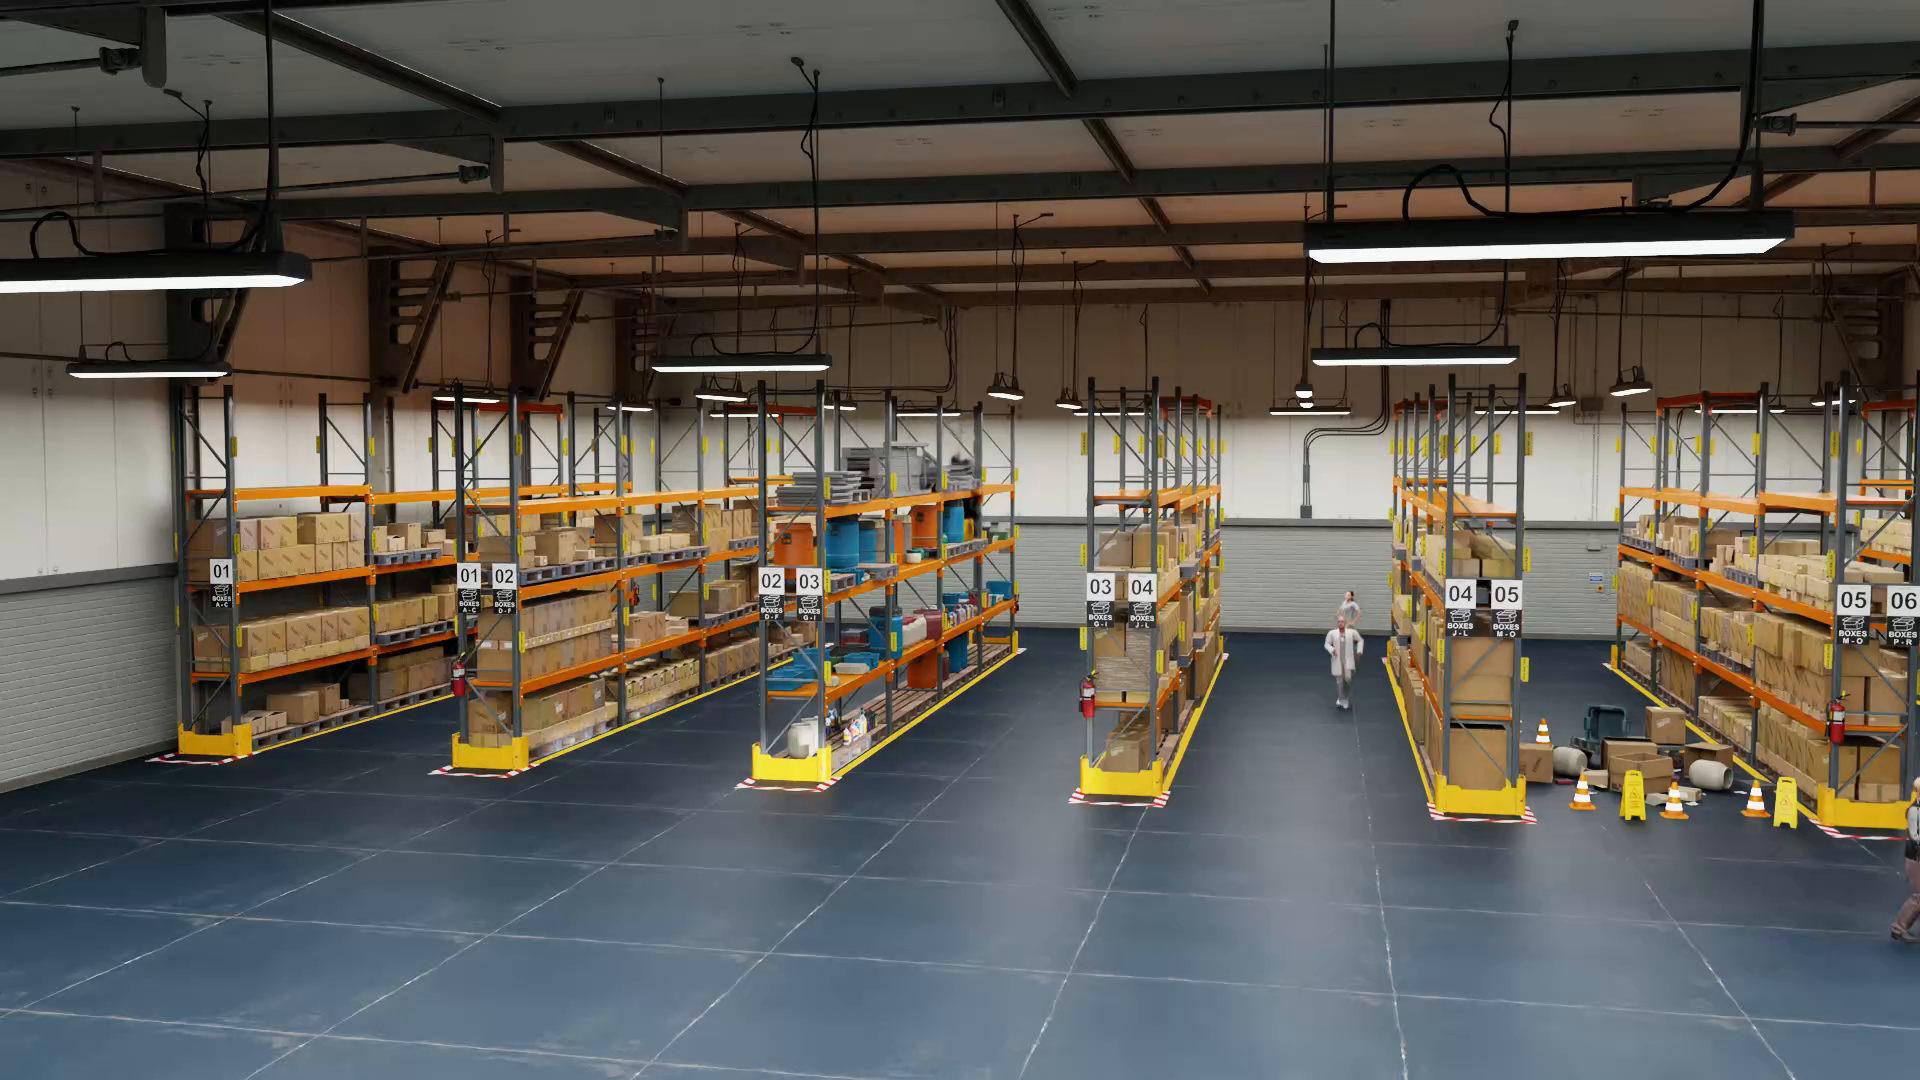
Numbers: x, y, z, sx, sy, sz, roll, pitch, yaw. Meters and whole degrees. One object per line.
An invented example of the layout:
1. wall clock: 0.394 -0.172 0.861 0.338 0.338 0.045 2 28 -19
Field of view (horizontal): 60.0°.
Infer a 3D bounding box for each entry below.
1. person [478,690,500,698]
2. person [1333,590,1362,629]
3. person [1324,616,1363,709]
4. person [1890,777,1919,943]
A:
1. person: -8.240 2.520 29.211 0.546 1.714 0.844 0 3 2
2. person: 9.068 1.997 39.062 0.611 1.649 0.634 -2 4 -26
3. person: 7.344 2.351 31.906 0.703 1.770 0.741 1 3 17
4. person: 9.639 3.229 16.511 0.638 1.752 0.687 -2 4 -35
